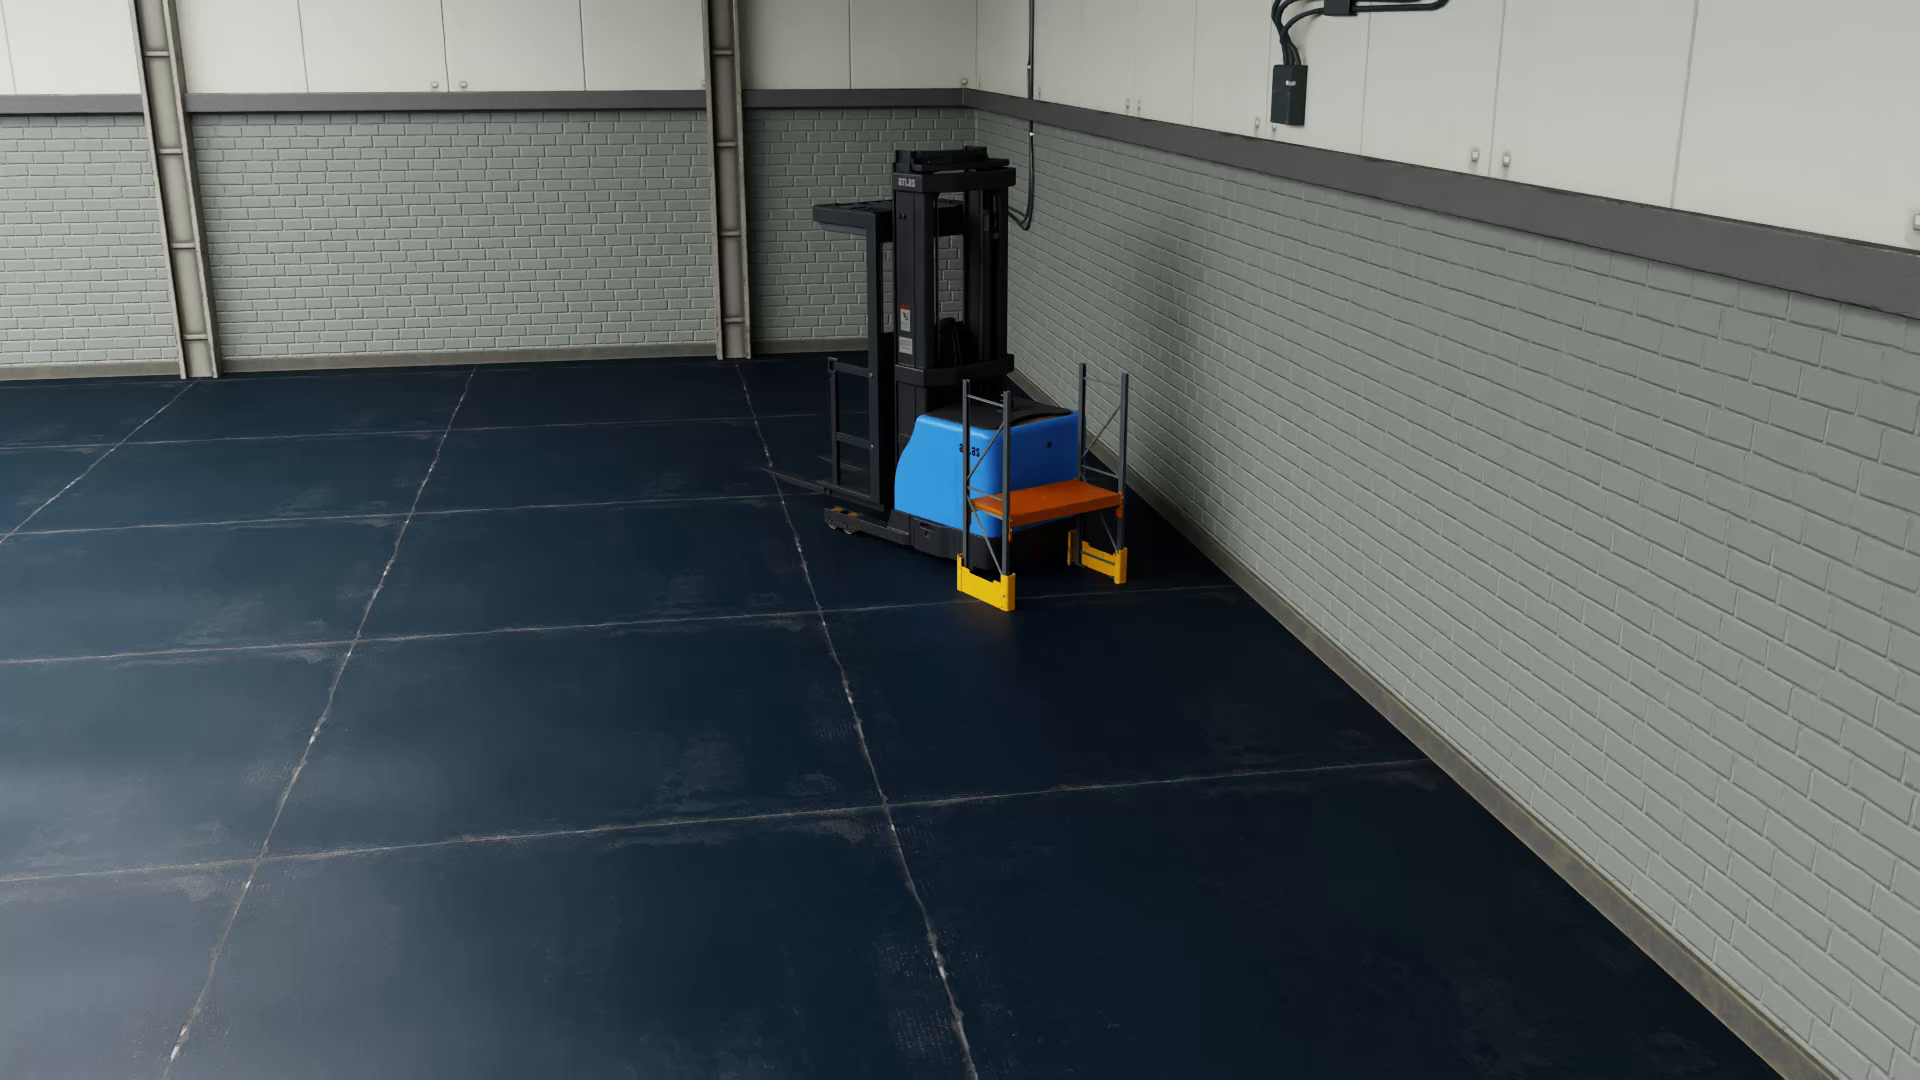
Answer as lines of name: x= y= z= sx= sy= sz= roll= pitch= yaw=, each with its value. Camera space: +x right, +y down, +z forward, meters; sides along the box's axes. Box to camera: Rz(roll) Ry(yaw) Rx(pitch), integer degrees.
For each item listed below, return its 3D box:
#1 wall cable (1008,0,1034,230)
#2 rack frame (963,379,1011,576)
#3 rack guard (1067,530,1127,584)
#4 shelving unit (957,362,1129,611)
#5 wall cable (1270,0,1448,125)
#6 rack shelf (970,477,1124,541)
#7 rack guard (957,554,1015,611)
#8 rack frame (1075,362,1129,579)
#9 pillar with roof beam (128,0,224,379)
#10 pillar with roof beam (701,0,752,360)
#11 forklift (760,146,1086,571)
wall cable: x=0.428 y=-4.805 z=18.416 sx=0.112 sy=2.526 sz=3.097 roll=-3 pitch=17 yaw=-10
rack frame: x=0.176 y=-0.309 z=11.265 sx=0.032 sy=1.500 sz=0.500 roll=-12 pitch=21 yaw=-34
rack guard: x=0.987 y=0.118 z=12.003 sx=0.087 sy=0.250 sz=0.587 roll=-12 pitch=21 yaw=-34
shelving unit: x=0.582 y=-0.395 z=11.543 sx=1.083 sy=1.500 sz=0.587 roll=-12 pitch=21 yaw=-34
wall cable: x=2.213 y=-5.177 z=8.548 sx=0.169 sy=6.003 sz=2.305 roll=-3 pitch=17 yaw=-10
rack shelf: x=0.589 y=-0.224 z=11.600 sx=1.000 sy=0.185 sz=0.538 roll=-12 pitch=21 yaw=-34
rack guard: x=0.177 y=0.288 z=11.449 sx=0.087 sy=0.250 sz=0.587 roll=-12 pitch=21 yaw=-34
rack frame: x=1.003 y=-0.483 z=11.830 sx=0.032 sy=1.500 sz=0.500 roll=-12 pitch=21 yaw=-34
pillar with roof beam: x=-7.790 y=-4.931 z=13.539 sx=0.400 sy=9.000 sz=9.100 roll=-3 pitch=17 yaw=-10
pillar with roof beam: x=-1.899 y=-5.265 z=14.627 sx=0.400 sy=9.000 sz=9.100 roll=-3 pitch=17 yaw=-10
forklift: x=-0.420 y=-1.536 z=12.821 sx=1.130 sy=2.935 sz=3.031 roll=-15 pitch=23 yaw=-40
